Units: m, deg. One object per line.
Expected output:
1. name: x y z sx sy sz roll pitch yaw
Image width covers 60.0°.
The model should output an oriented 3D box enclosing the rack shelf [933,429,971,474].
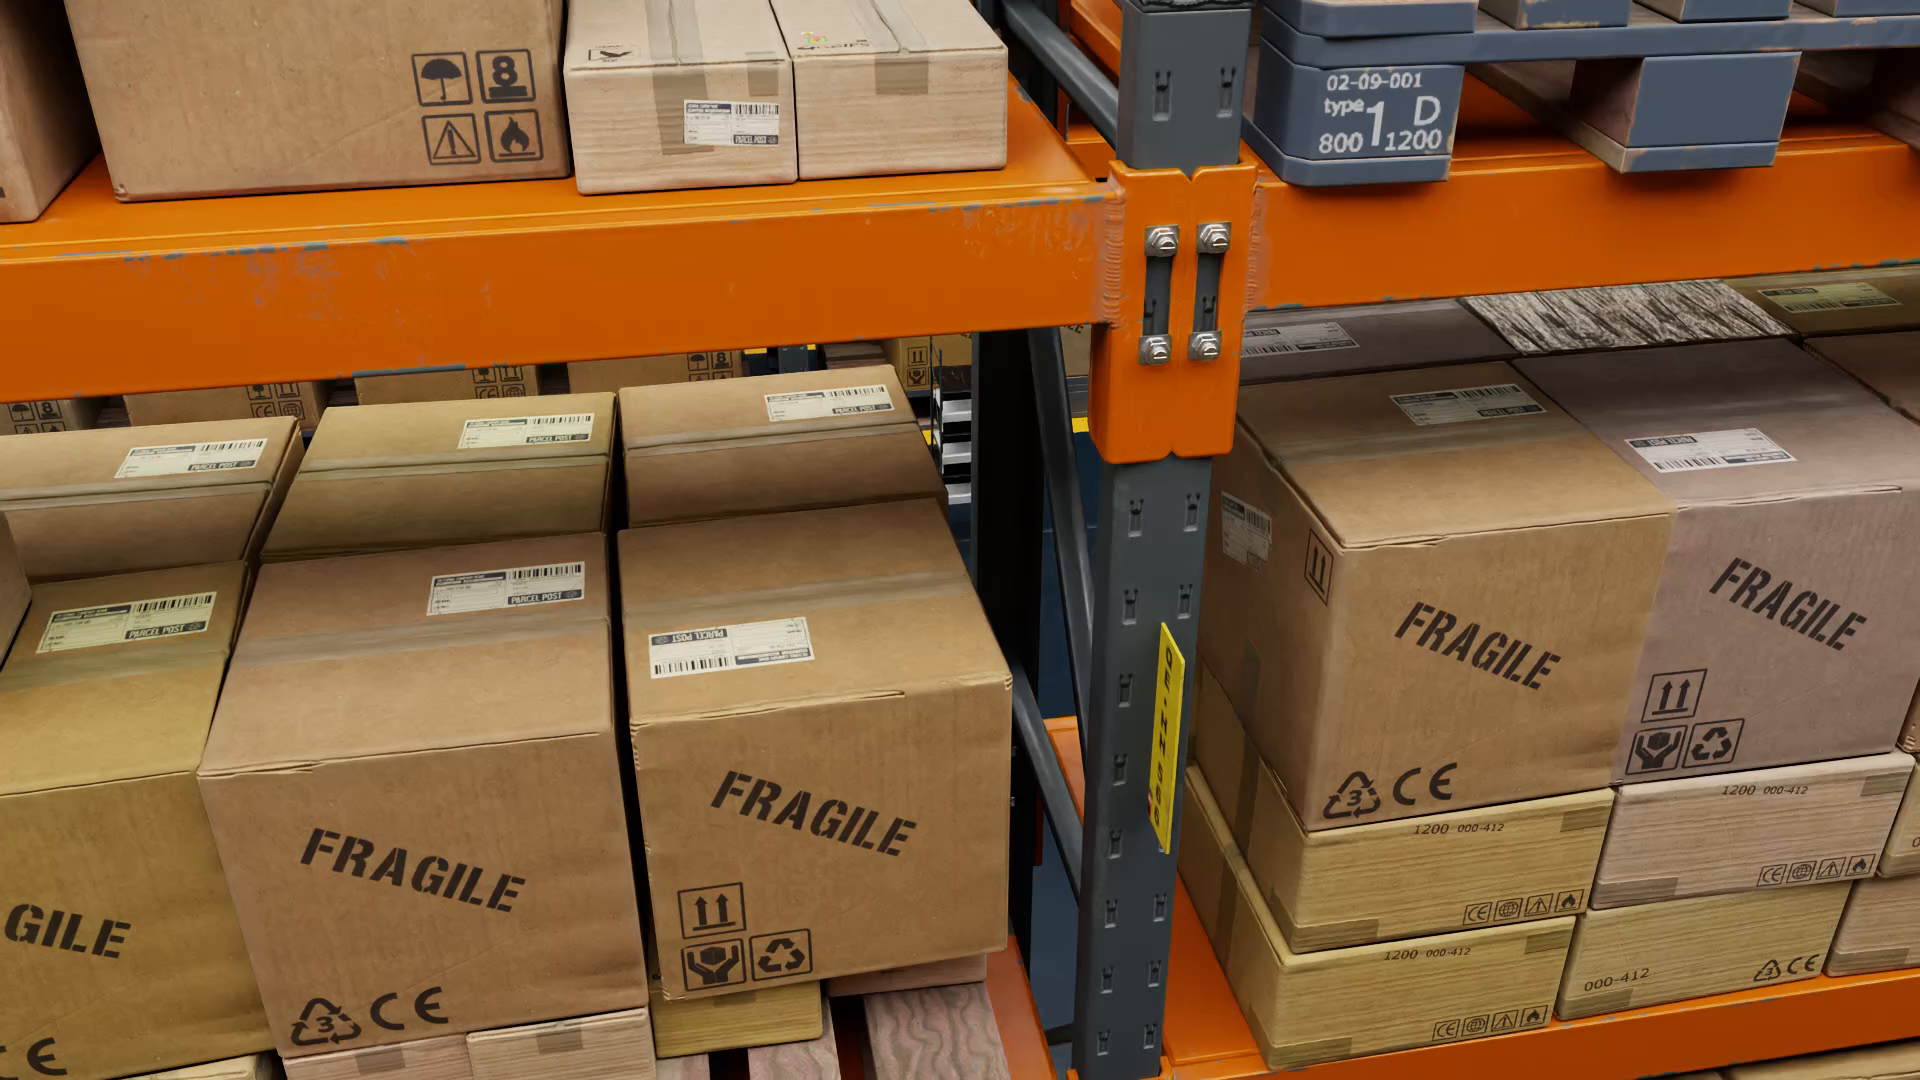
1. rack shelf: 0.008 -0.360 6.540 0.200 0.077 0.258 -5 31 -9

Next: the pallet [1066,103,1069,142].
1. pallet: -0.138 -2.027 7.427 1.003 0.211 1.213 -5 31 -9

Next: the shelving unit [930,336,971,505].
1. shelving unit: 0.008 -0.389 6.523 0.210 0.900 0.258 -5 31 -9

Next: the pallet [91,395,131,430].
1. pallet: -4.009 -0.532 7.447 1.213 0.211 1.003 -5 31 -9

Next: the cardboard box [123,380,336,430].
1. cardboard box: -3.210 -1.025 7.339 0.750 0.750 1.050 -5 31 -9

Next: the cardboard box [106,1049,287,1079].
1. cardboard box: -1.116 0.699 2.436 0.250 0.149 0.380 -5 31 -8

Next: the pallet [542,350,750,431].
1. pallet: -1.609 -0.755 7.826 1.213 0.211 1.003 -5 31 -9

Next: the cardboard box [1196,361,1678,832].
1. cardboard box: 0.701 0.070 2.586 0.500 0.500 0.500 -6 31 -11

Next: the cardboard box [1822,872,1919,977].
1. cardboard box: 1.717 0.512 3.068 0.500 0.250 0.500 -4 31 -7

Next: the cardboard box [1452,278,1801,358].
1. cardboard box: 1.136 -0.235 3.106 0.500 0.500 0.500 -5 31 -8

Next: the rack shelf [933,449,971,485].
1. rack shelf: 0.008 -0.282 6.586 0.200 0.077 0.258 -5 31 -9

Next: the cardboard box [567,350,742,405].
1. cardboard box: -1.435 -1.192 7.623 0.750 0.750 1.050 -6 31 -10

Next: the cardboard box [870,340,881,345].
1. cardboard box: -0.219 -1.285 8.028 0.500 0.500 0.500 -5 31 -9

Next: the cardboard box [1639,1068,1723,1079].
1. cardboard box: 0.866 1.181 3.465 0.875 0.875 0.875 -6 31 -9

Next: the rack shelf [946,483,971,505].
1. rack shelf: 0.008 -0.205 6.631 0.200 0.077 0.258 -5 31 -9

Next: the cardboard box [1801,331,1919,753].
1. cardboard box: 1.698 -0.019 2.739 0.500 0.500 0.500 -4 31 -8

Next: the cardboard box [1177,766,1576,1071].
1. cardboard box: 0.698 0.613 2.897 0.500 0.250 0.500 -6 31 -10

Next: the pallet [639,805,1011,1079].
1. pallet: -0.510 0.668 2.843 1.003 0.211 1.213 -5 31 -9

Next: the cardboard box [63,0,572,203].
1. cardboard box: -0.763 -0.787 2.071 0.500 0.500 0.700 -5 31 -9

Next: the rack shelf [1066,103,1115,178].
1. rack shelf: 1.148 -1.864 7.670 4.000 0.370 1.077 -5 31 -9

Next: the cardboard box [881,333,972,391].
1. cardboard box: -0.078 -1.032 7.598 0.500 0.500 0.500 -7 31 -11

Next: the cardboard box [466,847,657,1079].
1. cardboard box: -0.599 0.648 2.523 0.250 0.149 0.380 -6 31 -9

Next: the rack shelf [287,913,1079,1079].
1. rack shelf: -1.796 0.960 2.868 4.000 0.370 1.077 -5 31 -9

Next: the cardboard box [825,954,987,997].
1. cardboard box: -0.109 0.542 2.703 0.250 0.149 0.380 -4 31 -7

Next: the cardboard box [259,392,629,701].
1. cardboard box: -0.824 0.092 2.828 0.500 0.500 0.500 -4 31 -6

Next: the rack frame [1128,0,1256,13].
1. rack frame: 0.171 -2.119 1.475 0.127 3.000 1.000 -5 31 -9

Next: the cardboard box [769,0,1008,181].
1. cardboard box: -0.101 -0.584 2.072 0.250 0.149 0.380 -5 31 -9

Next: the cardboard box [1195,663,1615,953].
1. cardboard box: 0.714 0.393 2.776 0.500 0.250 0.500 -6 31 -9

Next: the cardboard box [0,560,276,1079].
1. cardboard box: -1.229 0.394 2.313 0.500 0.500 0.500 -7 31 -12

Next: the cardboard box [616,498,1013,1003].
1. cardboard box: -0.226 0.295 2.482 0.500 0.500 0.500 -6 31 -10

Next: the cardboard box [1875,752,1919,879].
1. cardboard box: 1.715 0.307 2.923 0.500 0.250 0.500 -5 31 -9

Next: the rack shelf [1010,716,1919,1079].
1. rack shelf: 2.139 0.595 3.489 4.000 0.370 1.077 -5 31 -9

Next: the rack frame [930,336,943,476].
1. rack frame: -0.092 -0.379 6.507 0.006 0.900 0.240 -5 31 -9
